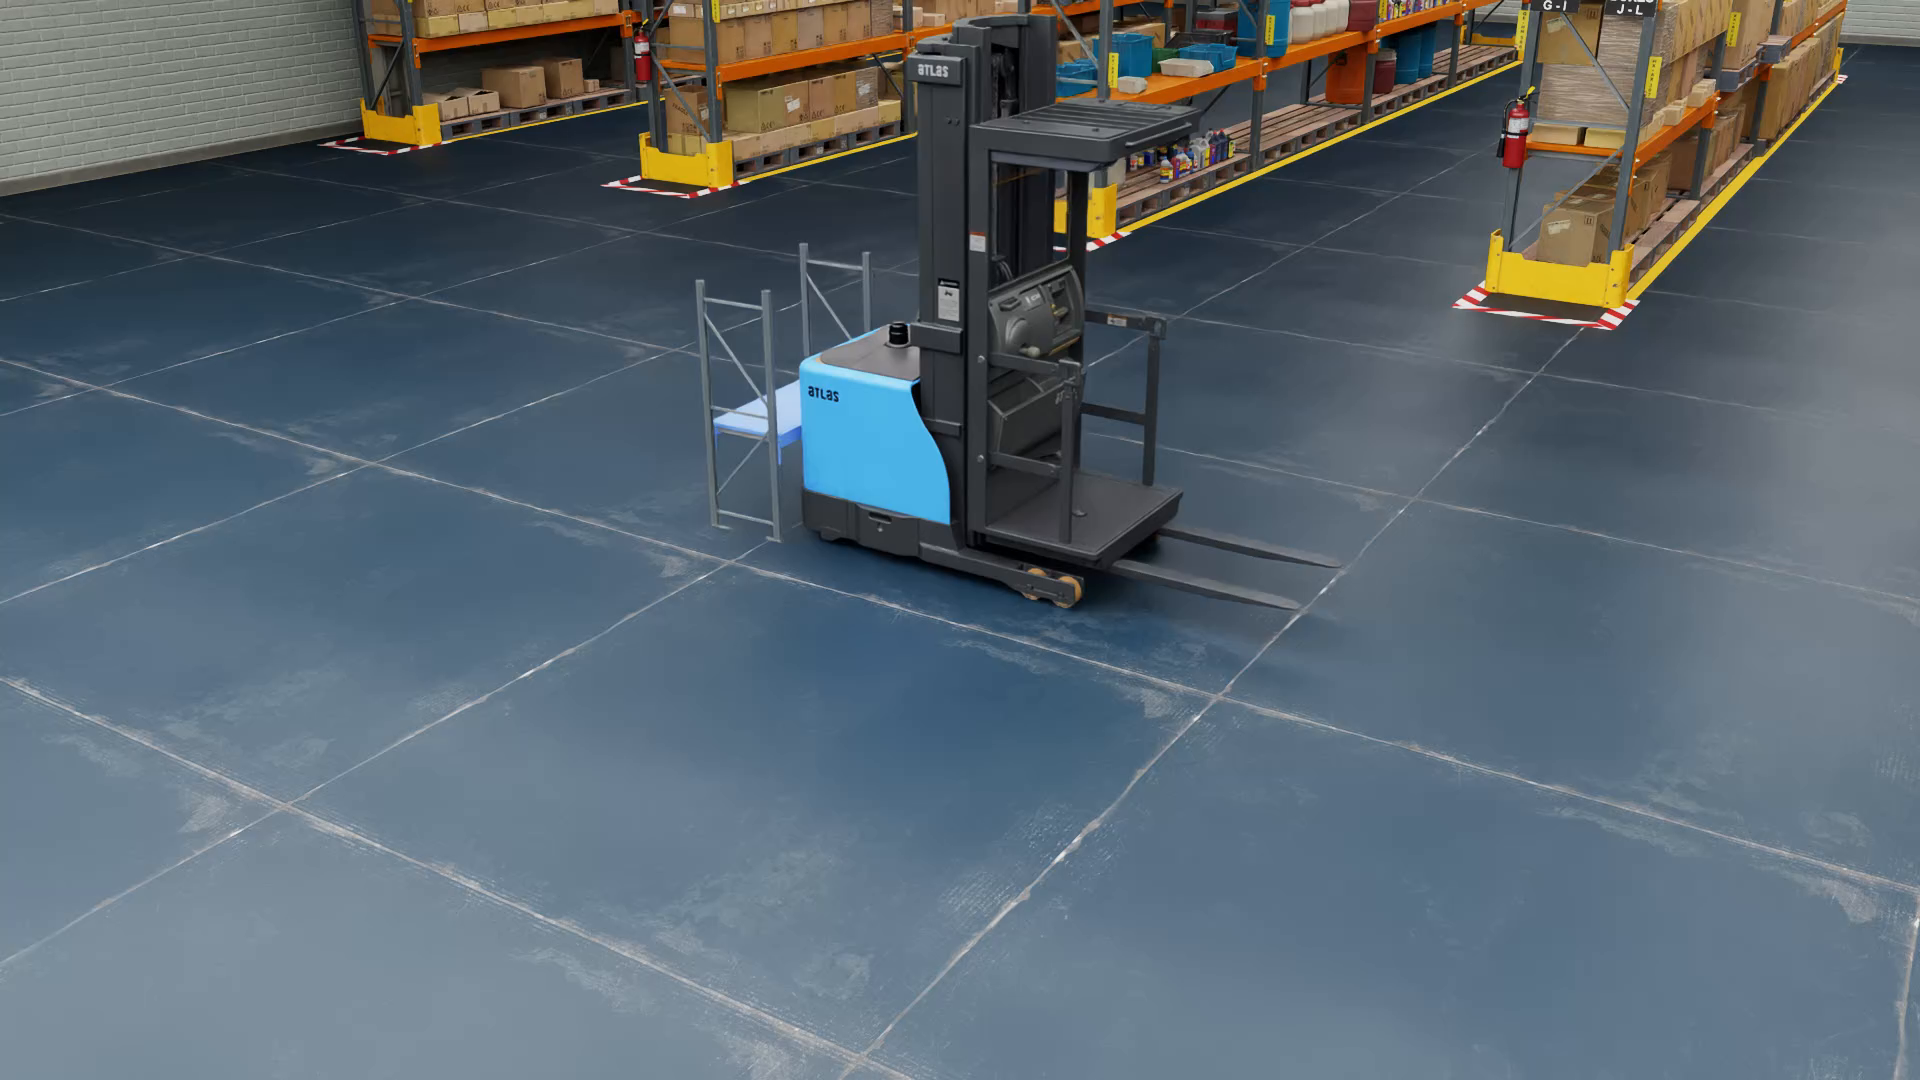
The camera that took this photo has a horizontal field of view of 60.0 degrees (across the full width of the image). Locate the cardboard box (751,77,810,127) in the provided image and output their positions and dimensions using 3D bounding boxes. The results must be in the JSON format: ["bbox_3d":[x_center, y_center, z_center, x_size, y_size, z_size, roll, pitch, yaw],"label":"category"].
[{"bbox_3d":[-2.194,-5.349,20.319,0.500,0.500,0.500,14,27,29],"label":"cardboard box"}]

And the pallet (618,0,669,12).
[{"bbox_3d":[-4.755,-8.125,24.985,1.003,0.211,1.213,14,27,29],"label":"pallet"}]

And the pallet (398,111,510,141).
[{"bbox_3d":[-6.893,-5.648,22.532,1.003,0.211,1.213,14,27,29],"label":"pallet"}]

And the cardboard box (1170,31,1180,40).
[{"bbox_3d":[3.554,-8.713,28.932,0.500,0.311,0.500,14,27,29],"label":"cardboard box"}]

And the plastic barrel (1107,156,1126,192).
[{"bbox_3d":[1.572,-4.018,17.858,0.421,0.512,0.421,0,23,0],"label":"plastic barrel"}]

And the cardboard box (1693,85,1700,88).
[{"bbox_3d":[7.156,-4.468,16.612,0.380,0.149,0.250,14,27,29],"label":"cardboard box"}]

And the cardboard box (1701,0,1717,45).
[{"bbox_3d":[6.812,-4.966,15.686,0.500,0.500,0.500,14,27,29],"label":"cardboard box"}]

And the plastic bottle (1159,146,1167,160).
[{"bbox_3d":[2.383,-4.600,19.480,0.097,0.271,0.097,0,23,0],"label":"plastic bottle"}]

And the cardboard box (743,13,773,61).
[{"bbox_3d":[-2.651,-5.978,19.657,0.700,0.500,0.500,15,27,30],"label":"cardboard box"}]

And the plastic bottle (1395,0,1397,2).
[{"bbox_3d":[6.367,-7.823,24.107,0.144,0.351,0.185,14,27,29],"label":"plastic bottle"}]

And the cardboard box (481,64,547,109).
[{"bbox_3d":[-6.220,-6.335,23.200,0.700,0.500,0.500,12,26,26],"label":"cardboard box"}]

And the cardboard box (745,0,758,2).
[{"bbox_3d":[-2.623,-6.591,19.442,0.700,0.500,0.500,13,27,28],"label":"cardboard box"}]

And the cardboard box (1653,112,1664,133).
[{"bbox_3d":[6.131,-3.786,15.036,0.380,0.149,0.250,14,27,29],"label":"cardboard box"}]

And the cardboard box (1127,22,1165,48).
[{"bbox_3d":[3.132,-8.477,28.149,0.500,0.500,0.500,14,27,29],"label":"cardboard box"}]

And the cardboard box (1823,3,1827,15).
[{"bbox_3d":[12.278,-7.664,23.995,0.380,0.149,0.250,15,28,31],"label":"cardboard box"}]

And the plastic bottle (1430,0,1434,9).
[{"bbox_3d":[6.963,-8.059,24.745,0.152,0.276,0.135,14,27,29],"label":"plastic bottle"}]

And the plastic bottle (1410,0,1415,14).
[{"bbox_3d":[6.479,-7.749,24.031,0.152,0.276,0.135,14,27,29],"label":"plastic bottle"}]

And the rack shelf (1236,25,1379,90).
[{"bbox_3d":[4.190,-6.254,21.328,1.077,0.370,4.000,14,27,29],"label":"rack shelf"}]

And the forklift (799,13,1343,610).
[{"bbox_3d":[0.594,-1.222,8.884,3.031,2.935,1.130,14,27,29],"label":"forklift"}]

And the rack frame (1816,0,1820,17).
[{"bbox_3d":[11.563,-7.572,23.465,1.000,3.000,0.127,14,27,29],"label":"rack frame"}]

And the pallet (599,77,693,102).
[{"bbox_3d":[-4.872,-6.969,25.583,1.003,0.211,1.213,14,27,29],"label":"pallet"}]

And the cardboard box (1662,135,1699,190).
[{"bbox_3d":[7.685,-4.129,18.105,0.700,0.500,0.500,12,26,25],"label":"cardboard box"}]

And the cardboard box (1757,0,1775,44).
[{"bbox_3d":[8.992,-6.060,19.319,0.700,0.500,0.500,19,30,37],"label":"cardboard box"}]

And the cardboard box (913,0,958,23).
[{"bbox_3d":[-0.374,-7.428,23.008,0.500,0.500,0.500,16,28,33],"label":"cardboard box"}]

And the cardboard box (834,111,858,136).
[{"bbox_3d":[-1.654,-5.339,21.240,0.500,0.250,0.500,14,27,29],"label":"cardboard box"}]

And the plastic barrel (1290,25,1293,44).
[{"bbox_3d":[3.963,-6.261,20.610,0.301,0.262,0.301,0,23,0],"label":"plastic barrel"}]

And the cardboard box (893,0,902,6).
[{"bbox_3d":[-1.294,-9.645,30.432,0.750,0.750,0.750,14,27,30],"label":"cardboard box"}]

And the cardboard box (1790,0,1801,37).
[{"bbox_3d":[10.478,-6.723,21.378,0.500,0.500,0.500,13,27,28],"label":"cardboard box"}]

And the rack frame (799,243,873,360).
[{"bbox_3d":[-0.756,-1.077,10.347,0.500,1.500,0.032,13,26,27],"label":"rack frame"}]

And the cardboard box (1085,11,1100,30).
[{"bbox_3d":[2.159,-8.598,27.485,0.500,0.250,0.500,14,27,29],"label":"cardboard box"}]

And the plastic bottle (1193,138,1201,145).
[{"bbox_3d":[2.800,-4.542,19.340,0.152,0.276,0.135,14,27,29],"label":"plastic bottle"}]

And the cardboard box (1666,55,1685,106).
[{"bbox_3d":[6.282,-4.404,15.647,0.875,0.500,0.500,14,27,29],"label":"cardboard box"}]

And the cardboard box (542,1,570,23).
[{"bbox_3d":[-5.796,-7.363,23.147,0.500,0.250,0.500,14,27,29],"label":"cardboard box"}]

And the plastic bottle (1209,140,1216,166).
[{"bbox_3d":[2.888,-4.459,19.139,0.061,0.283,0.133,16,28,32],"label":"plastic bottle"}]

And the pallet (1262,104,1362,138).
[{"bbox_3d":[4.803,-5.727,22.713,1.003,0.211,1.213,14,27,29],"label":"pallet"}]

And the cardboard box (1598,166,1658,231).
[{"bbox_3d":[6.541,-3.370,16.376,0.500,0.500,0.500,11,26,24],"label":"cardboard box"}]

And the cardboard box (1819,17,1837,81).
[{"bbox_3d":[12.923,-7.600,25.675,0.875,0.875,0.875,14,27,29],"label":"cardboard box"}]

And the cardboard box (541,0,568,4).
[{"bbox_3d":[-5.802,-7.708,23.000,0.500,0.500,0.500,13,27,27],"label":"cardboard box"}]

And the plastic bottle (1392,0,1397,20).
[{"bbox_3d":[6.101,-7.476,23.391,0.061,0.283,0.133,14,27,29],"label":"plastic bottle"}]

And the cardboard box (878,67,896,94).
[{"bbox_3d":[-1.101,-6.334,22.832,0.500,0.311,0.500,14,27,29],"label":"cardboard box"}]

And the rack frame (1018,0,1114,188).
[{"bbox_3d":[1.025,-4.560,16.507,1.000,3.000,0.127,14,27,29],"label":"rack frame"}]

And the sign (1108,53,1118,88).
[{"bbox_3d":[1.490,-4.570,16.182,0.100,0.325,0.005,14,27,29],"label":"sign"}]

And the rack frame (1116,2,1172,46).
[{"bbox_3d":[3.149,-9.649,28.263,1.000,3.000,0.127,14,27,29],"label":"rack frame"}]

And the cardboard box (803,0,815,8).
[{"bbox_3d":[-1.980,-6.548,20.158,0.380,0.149,0.250,14,27,29],"label":"cardboard box"}]

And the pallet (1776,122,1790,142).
[{"bbox_3d":[10.577,-5.602,22.426,1.003,0.211,1.213,14,27,29],"label":"pallet"}]

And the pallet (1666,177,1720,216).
[{"bbox_3d":[7.752,-3.855,18.389,1.003,0.211,1.213,14,27,29],"label":"pallet"}]

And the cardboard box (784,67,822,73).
[{"bbox_3d":[-2.109,-5.795,21.350,0.500,0.500,0.500,14,27,29],"label":"cardboard box"}]

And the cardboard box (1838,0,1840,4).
[{"bbox_3d":[13.227,-8.272,25.399,0.380,0.149,0.250,13,27,28],"label":"cardboard box"}]

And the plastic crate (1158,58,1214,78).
[{"bbox_3d":[2.494,-5.187,18.289,0.530,0.136,0.437,14,27,29],"label":"plastic crate"}]

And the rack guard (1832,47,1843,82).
[{"bbox_3d":[13.685,-7.783,27.099,1.175,0.500,0.348,14,27,29],"label":"rack guard"}]

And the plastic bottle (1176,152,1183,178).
[{"bbox_3d":[2.427,-4.172,18.491,0.097,0.271,0.097,0,23,0],"label":"plastic bottle"}]

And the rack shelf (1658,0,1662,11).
[{"bbox_3d":[6.288,-5.243,15.215,1.077,0.370,4.000,14,27,29],"label":"rack shelf"}]

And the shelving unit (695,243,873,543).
[{"bbox_3d":[-1.009,-0.901,9.943,0.538,1.500,1.048,13,26,27],"label":"shelving unit"}]
